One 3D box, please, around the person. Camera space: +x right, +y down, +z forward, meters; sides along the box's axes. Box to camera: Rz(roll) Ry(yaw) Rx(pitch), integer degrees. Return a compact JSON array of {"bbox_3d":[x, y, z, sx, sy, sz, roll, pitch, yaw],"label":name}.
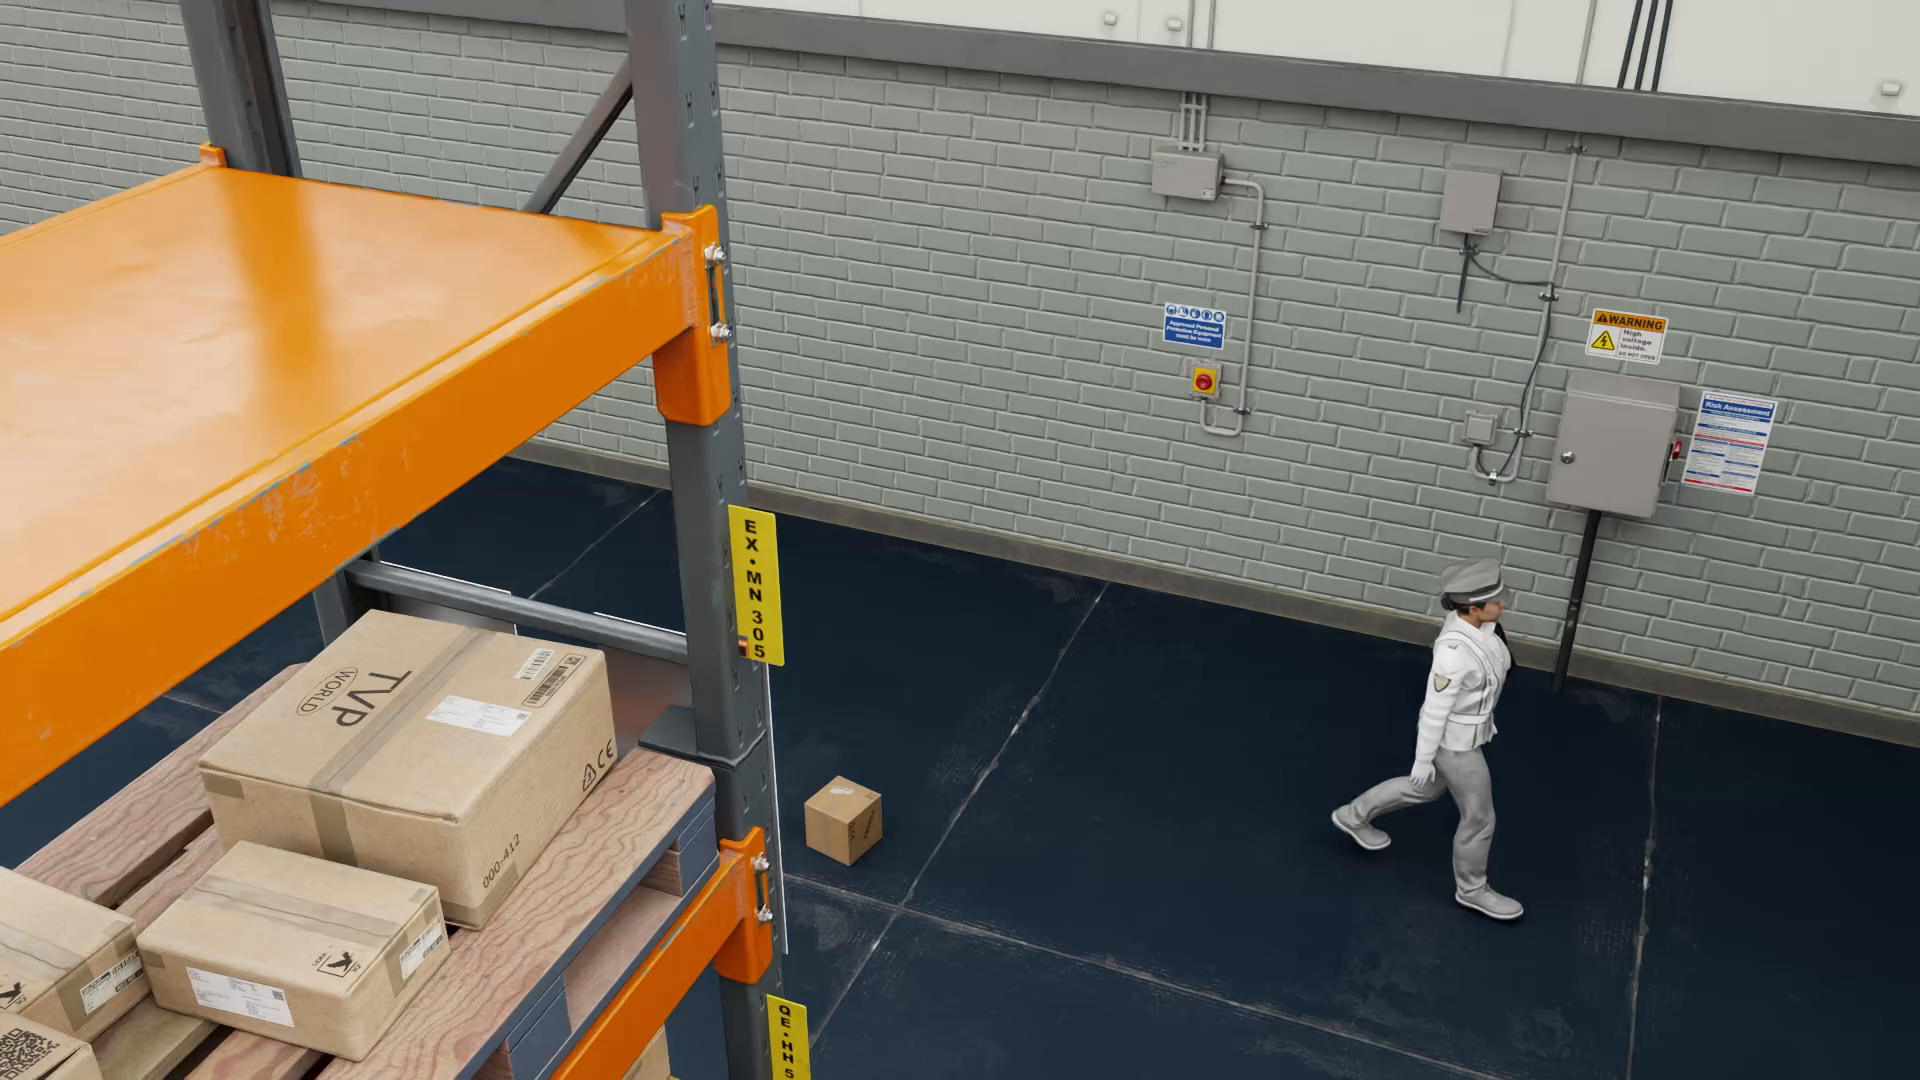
[{"bbox_3d":[2.052,0.784,6.973,0.878,1.653,0.492,12,32,20],"label":"person"}]
